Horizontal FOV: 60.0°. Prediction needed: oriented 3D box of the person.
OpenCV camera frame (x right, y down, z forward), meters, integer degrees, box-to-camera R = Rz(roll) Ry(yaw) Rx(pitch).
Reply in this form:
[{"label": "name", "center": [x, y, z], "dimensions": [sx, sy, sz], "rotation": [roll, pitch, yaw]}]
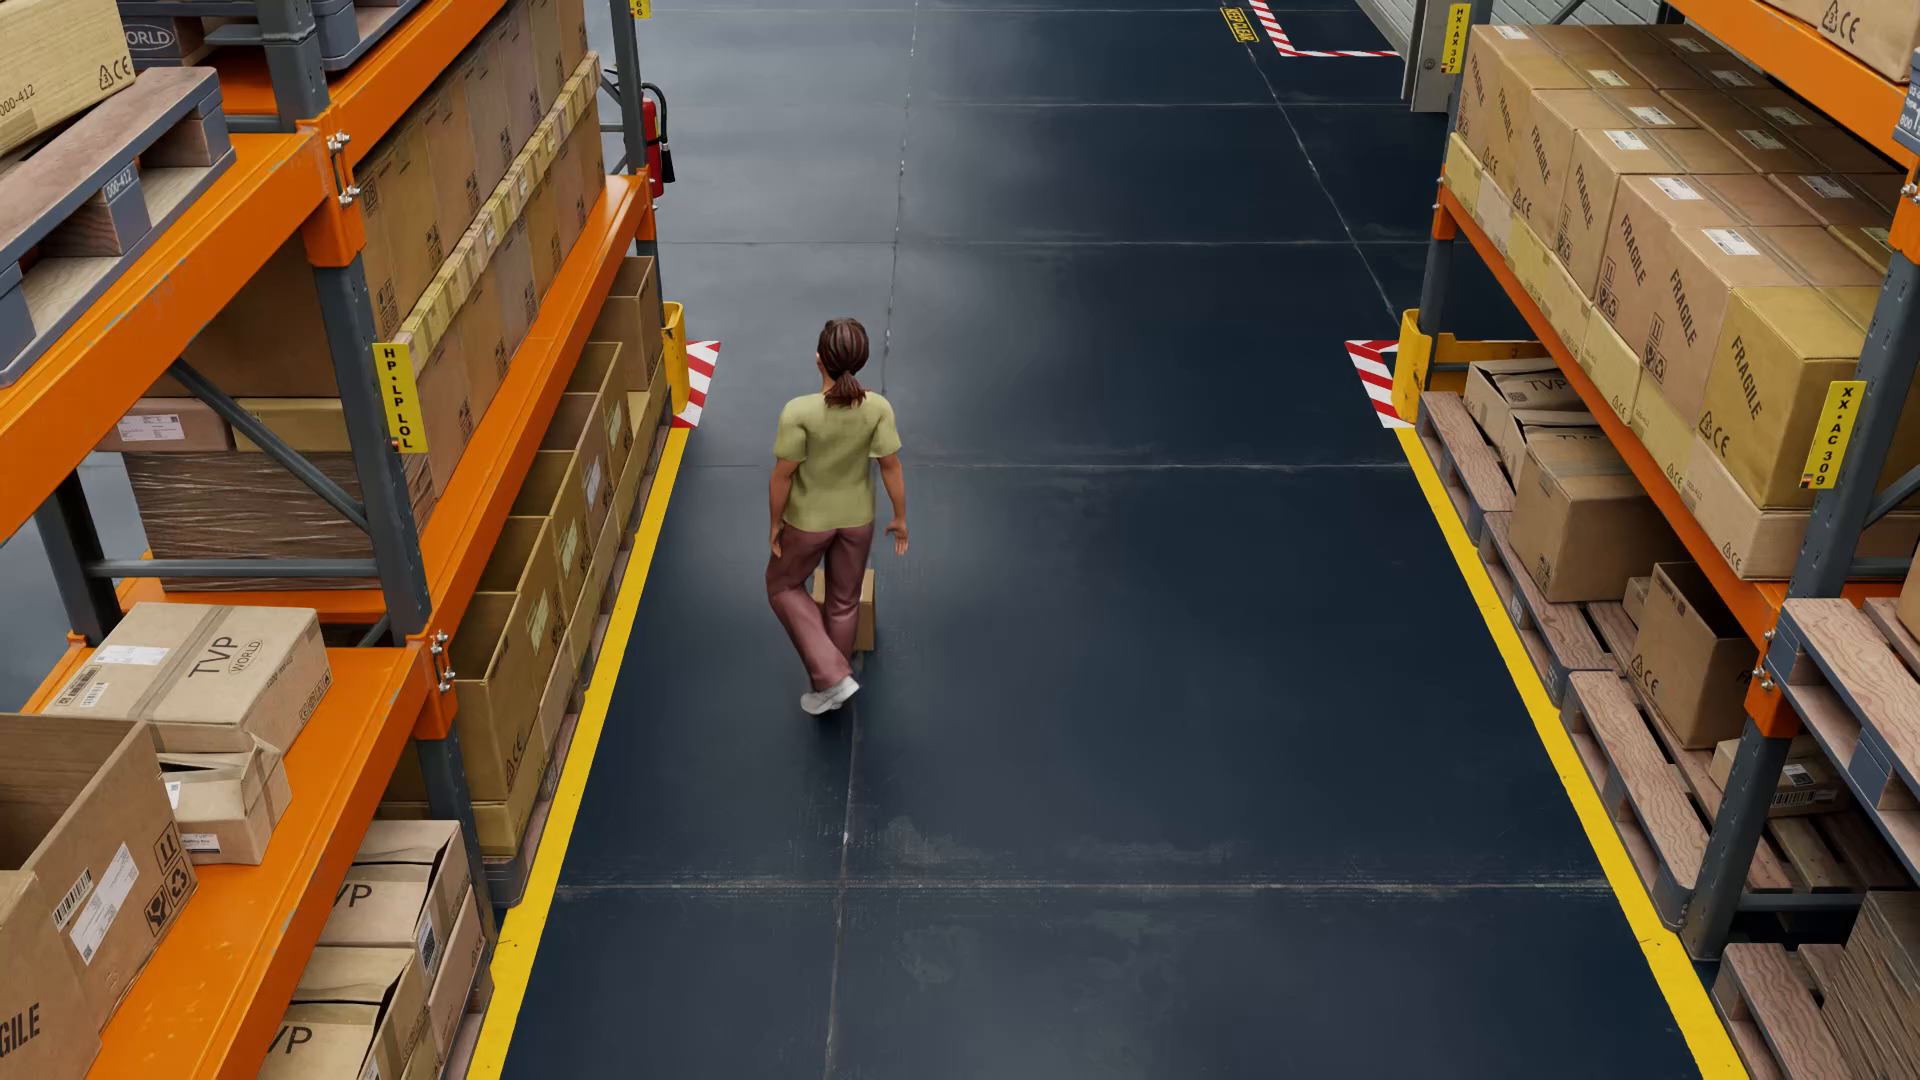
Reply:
[{"label": "person", "center": [-0.461, -0.062, 6.238], "dimensions": [0.523, 1.666, 0.489], "rotation": [-9, 33, -15]}]
